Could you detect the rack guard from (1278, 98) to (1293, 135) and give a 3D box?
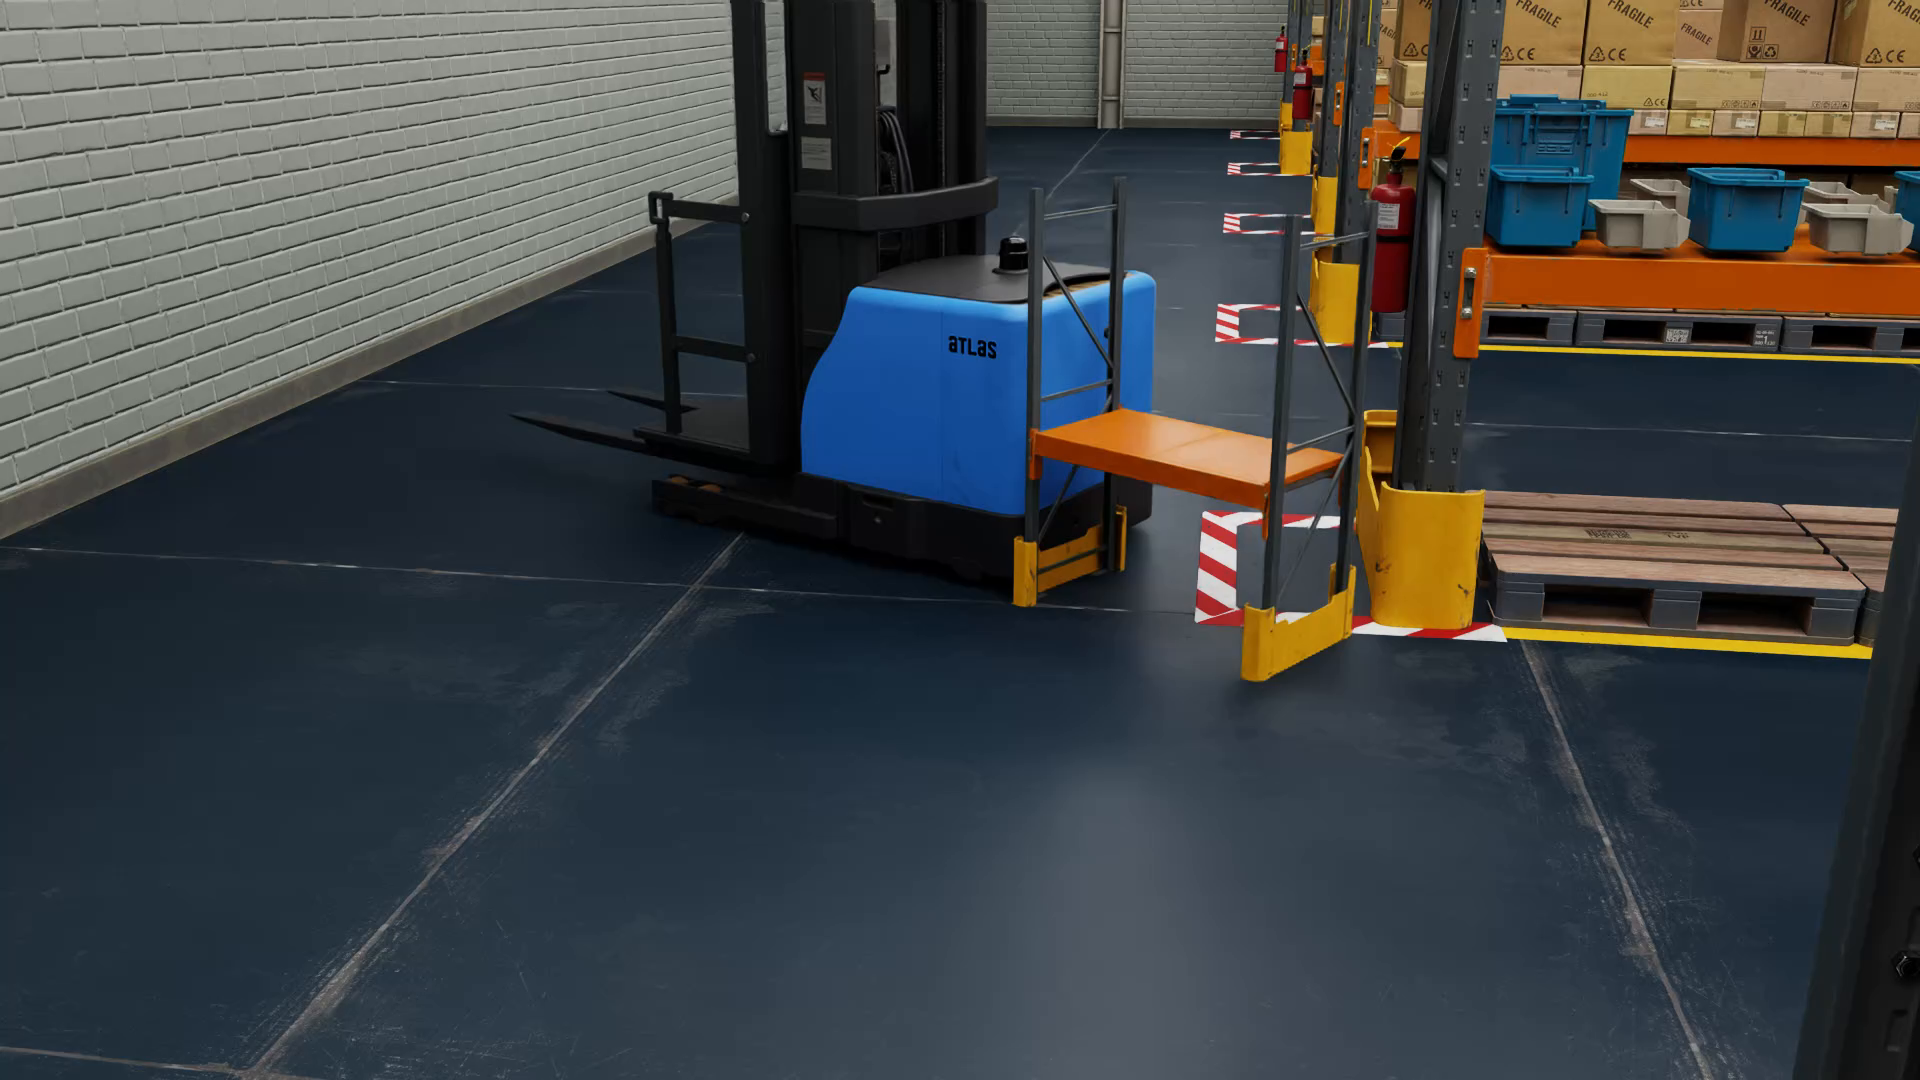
[{"bbox_3d":[4.969,-6.318,24.898,0.348,0.500,1.175,3,19,9],"label":"rack guard"}]

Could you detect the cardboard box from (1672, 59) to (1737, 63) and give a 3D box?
[{"bbox_3d":[4.577,-2.900,10.510,0.500,0.250,0.500,3,19,9],"label":"cardboard box"}]

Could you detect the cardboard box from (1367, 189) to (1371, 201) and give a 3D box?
[{"bbox_3d":[3.978,-3.282,15.717,0.250,0.149,0.380,3,19,10],"label":"cardboard box"}]

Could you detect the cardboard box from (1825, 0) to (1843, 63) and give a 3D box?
[{"bbox_3d":[5.571,-3.203,10.235,0.500,0.500,0.500,3,19,9],"label":"cardboard box"}]

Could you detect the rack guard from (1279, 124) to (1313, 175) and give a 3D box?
[{"bbox_3d":[4.087,-4.768,20.265,0.348,0.500,1.175,3,19,9],"label":"rack guard"}]

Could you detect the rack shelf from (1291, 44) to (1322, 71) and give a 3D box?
[{"bbox_3d":[6.869,-7.066,24.326,4.000,0.370,1.077,3,19,9],"label":"rack shelf"}]

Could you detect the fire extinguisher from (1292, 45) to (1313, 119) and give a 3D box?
[{"bbox_3d":[3.250,-4.340,15.756,0.183,0.674,0.296,3,19,9],"label":"fire extinguisher"}]

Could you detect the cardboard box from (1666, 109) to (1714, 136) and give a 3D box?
[{"bbox_3d":[4.356,-2.530,10.033,0.250,0.149,0.380,2,19,7],"label":"cardboard box"}]

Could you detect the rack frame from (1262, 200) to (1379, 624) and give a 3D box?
[{"bbox_3d":[1.158,-0.317,5.386,0.032,1.500,0.500,17,25,40],"label":"rack frame"}]

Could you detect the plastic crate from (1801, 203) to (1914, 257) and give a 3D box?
[{"bbox_3d":[2.918,-1.007,5.407,0.298,0.136,0.250,3,19,9],"label":"plastic crate"}]

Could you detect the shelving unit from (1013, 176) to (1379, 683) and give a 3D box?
[{"bbox_3d":[0.781,-0.429,5.722,1.083,1.500,0.587,17,25,40],"label":"shelving unit"}]

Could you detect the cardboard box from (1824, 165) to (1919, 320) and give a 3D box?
[{"bbox_3d":[5.849,-1.896,10.429,0.875,0.875,0.875,3,19,9],"label":"cardboard box"}]

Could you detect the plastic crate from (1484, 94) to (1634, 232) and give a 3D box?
[{"bbox_3d":[2.113,-1.383,6.058,0.499,0.435,0.616,3,19,9],"label":"plastic crate"}]

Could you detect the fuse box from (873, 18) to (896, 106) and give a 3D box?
[{"bbox_3d":[-0.983,-6.268,22.840,0.414,1.711,0.539,3,19,9],"label":"fuse box"}]

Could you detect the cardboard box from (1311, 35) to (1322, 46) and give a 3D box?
[{"bbox_3d":[5.175,-7.286,24.246,0.250,0.149,0.380,3,19,8],"label":"cardboard box"}]

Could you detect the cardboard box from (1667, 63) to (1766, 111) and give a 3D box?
[{"bbox_3d":[4.495,-2.733,10.013,0.500,0.250,0.500,3,19,8],"label":"cardboard box"}]

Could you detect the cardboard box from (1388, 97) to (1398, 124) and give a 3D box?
[{"bbox_3d":[2.942,-2.814,10.880,0.250,0.149,0.380,3,19,10],"label":"cardboard box"}]

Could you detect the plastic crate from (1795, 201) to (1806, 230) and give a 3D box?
[{"bbox_3d":[2.871,-1.196,5.970,0.243,0.136,0.396,3,19,9],"label":"plastic crate"}]

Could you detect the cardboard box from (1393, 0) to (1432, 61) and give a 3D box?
[{"bbox_3d":[3.061,-3.331,10.616,0.500,0.500,0.500,3,19,9],"label":"cardboard box"}]

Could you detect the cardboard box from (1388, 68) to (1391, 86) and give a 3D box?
[{"bbox_3d":[3.951,-4.158,14.899,0.250,0.149,0.380,4,19,11],"label":"cardboard box"}]

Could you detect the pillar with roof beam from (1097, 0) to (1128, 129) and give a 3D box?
[{"bbox_3d":[1.692,-9.422,20.780,0.400,9.000,9.100,3,19,9],"label":"pillar with roof beam"}]

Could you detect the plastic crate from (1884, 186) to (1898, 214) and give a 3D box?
[{"bbox_3d":[3.445,-1.180,5.924,0.250,0.136,0.298,3,19,9],"label":"plastic crate"}]

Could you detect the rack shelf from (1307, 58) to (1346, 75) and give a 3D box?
[{"bbox_3d":[6.085,-5.510,19.678,4.000,0.370,1.077,3,19,9],"label":"rack shelf"}]

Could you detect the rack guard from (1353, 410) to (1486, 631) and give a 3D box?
[{"bbox_3d":[1.727,-0.107,6.336,0.348,0.500,1.175,3,19,9],"label":"rack guard"}]

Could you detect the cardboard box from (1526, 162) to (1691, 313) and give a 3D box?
[{"bbox_3d":[4.082,-1.986,10.698,0.875,0.875,0.875,3,19,9],"label":"cardboard box"}]

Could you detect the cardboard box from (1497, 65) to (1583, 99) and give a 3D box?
[{"bbox_3d":[3.484,-2.785,10.165,0.500,0.250,0.500,3,19,8],"label":"cardboard box"}]

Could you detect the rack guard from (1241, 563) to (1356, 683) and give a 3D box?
[{"bbox_3d":[1.144,0.272,5.597,0.087,0.250,0.587,17,25,40],"label":"rack guard"}]

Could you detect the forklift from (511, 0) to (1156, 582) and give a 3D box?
[{"bbox_3d":[-0.703,-1.581,6.908,3.031,2.935,1.130,13,22,33],"label":"forklift"}]

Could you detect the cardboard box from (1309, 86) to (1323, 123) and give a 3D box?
[{"bbox_3d":[5.483,-6.462,24.662,0.637,0.503,0.797,2,19,6],"label":"cardboard box"}]

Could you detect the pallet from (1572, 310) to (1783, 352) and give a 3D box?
[{"bbox_3d":[4.541,-1.447,10.796,1.213,0.211,1.003,3,19,9],"label":"pallet"}]

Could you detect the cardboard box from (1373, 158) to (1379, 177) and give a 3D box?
[{"bbox_3d":[3.888,-3.393,15.109,0.250,0.149,0.380,2,19,6],"label":"cardboard box"}]

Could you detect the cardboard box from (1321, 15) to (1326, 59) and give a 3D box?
[{"bbox_3d":[4.629,-6.058,20.024,0.500,0.500,0.500,3,19,9],"label":"cardboard box"}]

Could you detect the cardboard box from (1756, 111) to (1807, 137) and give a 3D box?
[{"bbox_3d":[4.866,-2.504,9.956,0.250,0.149,0.380,3,19,8],"label":"cardboard box"}]

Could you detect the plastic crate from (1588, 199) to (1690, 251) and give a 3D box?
[{"bbox_3d":[2.248,-1.041,5.509,0.298,0.136,0.250,3,19,9],"label":"plastic crate"}]

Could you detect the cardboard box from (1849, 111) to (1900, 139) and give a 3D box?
[{"bbox_3d":[5.373,-2.478,9.879,0.250,0.149,0.380,3,19,10],"label":"cardboard box"}]

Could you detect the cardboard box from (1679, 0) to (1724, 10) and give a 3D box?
[{"bbox_3d":[6.356,-4.821,14.282,0.500,0.500,0.500,2,19,7],"label":"cardboard box"}]

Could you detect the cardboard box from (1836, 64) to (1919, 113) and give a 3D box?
[{"bbox_3d":[5.499,-2.681,9.857,0.500,0.250,0.500,3,19,10],"label":"cardboard box"}]

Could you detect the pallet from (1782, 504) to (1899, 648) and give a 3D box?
[{"bbox_3d":[3.762,0.142,6.045,1.213,0.211,1.003,3,19,9],"label":"pallet"}]

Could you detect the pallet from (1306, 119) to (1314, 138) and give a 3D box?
[{"bbox_3d":[5.756,-6.141,24.825,1.213,0.211,1.003,3,19,9],"label":"pallet"}]

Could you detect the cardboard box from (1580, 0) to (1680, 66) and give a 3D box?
[{"bbox_3d":[3.976,-3.115,9.971,0.500,0.500,0.500,2,19,7],"label":"cardboard box"}]

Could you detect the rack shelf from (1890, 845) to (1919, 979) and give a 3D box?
[{"bbox_3d":[2.938,0.698,1.124,4.000,0.370,1.077,3,19,9],"label":"rack shelf"}]

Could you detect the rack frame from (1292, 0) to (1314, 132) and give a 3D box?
[{"bbox_3d":[4.110,-5.952,19.865,0.127,3.000,1.000,3,19,9],"label":"rack frame"}]

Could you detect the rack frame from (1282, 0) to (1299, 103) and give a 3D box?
[{"bbox_3d":[4.894,-7.507,24.513,0.127,3.000,1.000,3,19,9],"label":"rack frame"}]

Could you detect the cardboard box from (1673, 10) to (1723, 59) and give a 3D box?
[{"bbox_3d":[6.340,-4.346,14.437,0.500,0.500,0.500,2,19,7],"label":"cardboard box"}]
